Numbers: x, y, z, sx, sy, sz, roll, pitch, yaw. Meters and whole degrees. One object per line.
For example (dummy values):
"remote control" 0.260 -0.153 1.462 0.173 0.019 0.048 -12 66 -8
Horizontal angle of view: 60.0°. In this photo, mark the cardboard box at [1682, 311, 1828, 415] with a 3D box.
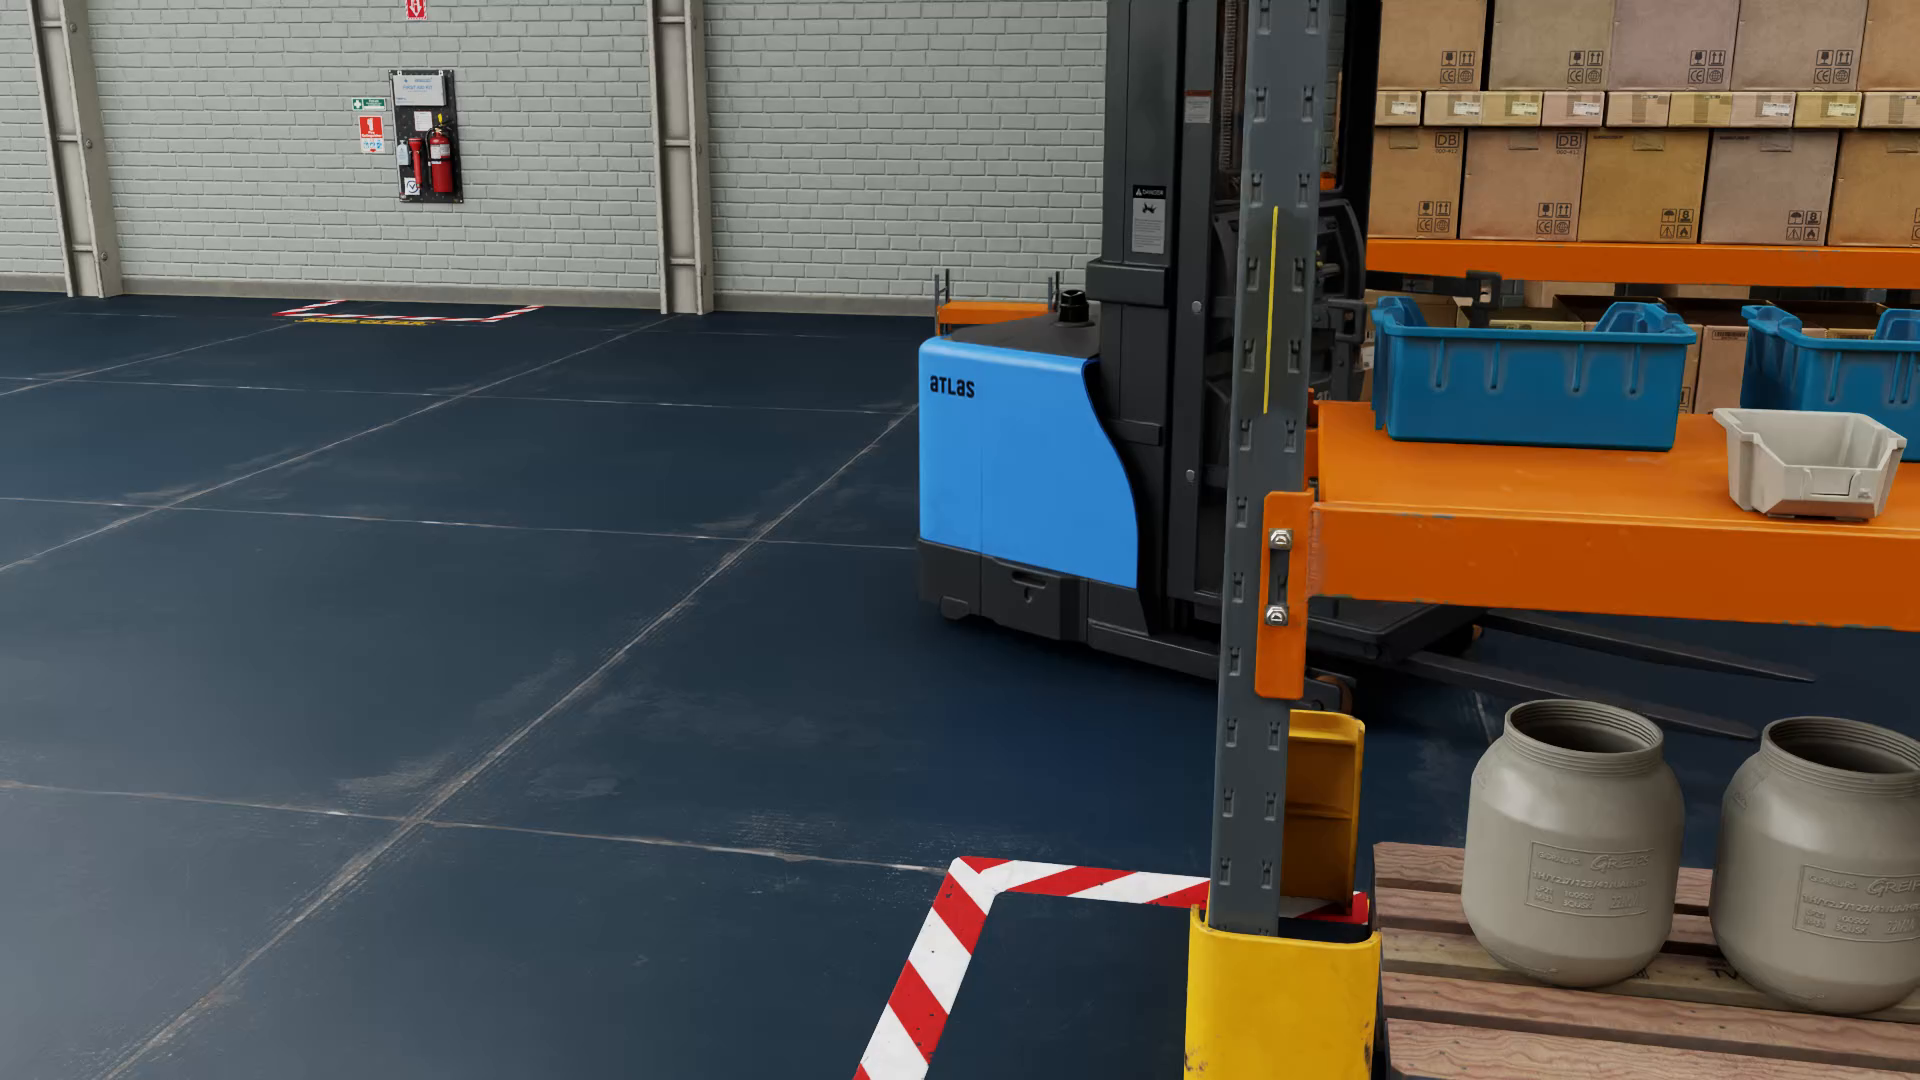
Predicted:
"cardboard box" 3.560 -0.751 7.542 0.500 0.500 0.500 3 16 11

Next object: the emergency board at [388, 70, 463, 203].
"emergency board" -4.842 -3.625 14.959 0.643 1.169 0.194 3 16 11

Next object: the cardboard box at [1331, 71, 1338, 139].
"cardboard box" 3.097 -3.304 12.641 0.500 0.500 0.500 3 16 10

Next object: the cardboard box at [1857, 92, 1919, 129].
"cardboard box" 3.976 -1.853 7.162 0.250 0.149 0.380 4 16 13

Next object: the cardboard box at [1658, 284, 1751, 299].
"cardboard box" 5.488 -1.815 12.282 0.500 0.500 0.500 2 16 7

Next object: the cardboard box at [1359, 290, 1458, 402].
"cardboard box" 2.194 -0.967 8.324 0.500 0.500 0.500 3 16 11

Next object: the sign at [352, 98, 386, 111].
"sign" -5.361 -3.951 15.078 0.331 0.109 0.001 3 16 11

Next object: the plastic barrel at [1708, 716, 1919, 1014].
"plastic barrel" 1.770 0.655 3.383 0.421 0.512 0.421 0 15 0

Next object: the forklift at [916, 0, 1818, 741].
"forklift" 1.282 -0.970 5.502 3.031 2.935 1.130 13 20 39

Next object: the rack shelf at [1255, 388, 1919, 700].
"rack shelf" 2.579 0.070 2.969 4.000 0.370 1.077 3 16 11

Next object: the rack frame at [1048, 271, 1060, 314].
"rack frame" 0.401 -0.556 7.253 0.015 1.200 0.240 3 16 11

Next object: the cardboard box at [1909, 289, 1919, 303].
"cardboard box" 7.237 -1.735 11.995 0.500 0.500 0.700 4 16 13

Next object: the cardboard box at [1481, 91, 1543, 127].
"cardboard box" 2.455 -1.936 7.459 0.250 0.149 0.380 3 16 11

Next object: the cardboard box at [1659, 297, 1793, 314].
"cardboard box" 3.667 -0.891 8.048 0.500 0.500 0.500 3 16 11

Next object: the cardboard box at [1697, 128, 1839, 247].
"cardboard box" 3.582 -1.617 7.525 0.500 0.500 0.700 4 16 13

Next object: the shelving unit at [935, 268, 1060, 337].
"shelving unit" 0.162 -0.569 7.300 0.503 1.200 0.258 3 16 11

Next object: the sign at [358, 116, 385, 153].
"sign" -5.364 -3.698 15.158 0.234 0.329 0.001 3 16 11

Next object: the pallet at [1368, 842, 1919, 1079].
"pallet" 1.498 0.997 3.499 1.213 0.211 1.003 3 16 11

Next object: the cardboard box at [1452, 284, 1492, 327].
"cardboard box" 3.812 -1.801 12.586 0.500 0.311 0.500 4 16 16

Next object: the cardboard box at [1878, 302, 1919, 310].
"cardboard box" 4.646 -0.836 7.851 0.500 0.500 0.500 3 16 11

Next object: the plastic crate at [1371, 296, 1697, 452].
"plastic crate" 1.169 -0.364 3.464 0.616 0.251 0.499 3 16 11

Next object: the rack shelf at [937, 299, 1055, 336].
"rack shelf" 0.162 -0.948 7.195 0.480 0.148 0.258 3 16 11

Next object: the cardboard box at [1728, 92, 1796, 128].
"cardboard box" 3.457 -1.881 7.260 0.250 0.149 0.380 3 16 12

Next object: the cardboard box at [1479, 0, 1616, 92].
"cardboard box" 2.633 -2.295 7.540 0.500 0.500 0.700 3 16 10

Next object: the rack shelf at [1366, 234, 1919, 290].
"rack shelf" 3.569 -1.226 7.647 4.000 0.370 1.077 3 16 11

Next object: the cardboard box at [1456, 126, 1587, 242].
"cardboard box" 2.580 -1.672 7.723 0.500 0.500 0.700 4 16 13

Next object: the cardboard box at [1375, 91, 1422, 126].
"cardboard box" 1.951 -1.963 7.556 0.250 0.149 0.380 3 16 11

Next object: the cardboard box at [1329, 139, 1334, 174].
"cardboard box" 3.090 -2.938 12.724 0.500 0.250 0.500 3 16 12

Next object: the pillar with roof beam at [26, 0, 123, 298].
"pillar with roof beam" -9.166 -5.568 10.734 0.400 9.000 9.100 3 16 11

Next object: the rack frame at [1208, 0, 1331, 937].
"rack frame" 0.619 -0.384 3.258 0.127 3.000 1.000 3 16 11

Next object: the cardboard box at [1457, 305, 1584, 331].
"cardboard box" 2.581 -0.805 7.738 0.500 0.500 0.500 3 16 11

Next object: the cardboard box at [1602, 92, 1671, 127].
"cardboard box" 2.963 -1.908 7.359 0.250 0.149 0.380 3 16 9

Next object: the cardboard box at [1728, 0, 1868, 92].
"cardboard box" 3.618 -2.242 7.348 0.500 0.500 0.700 3 16 11
